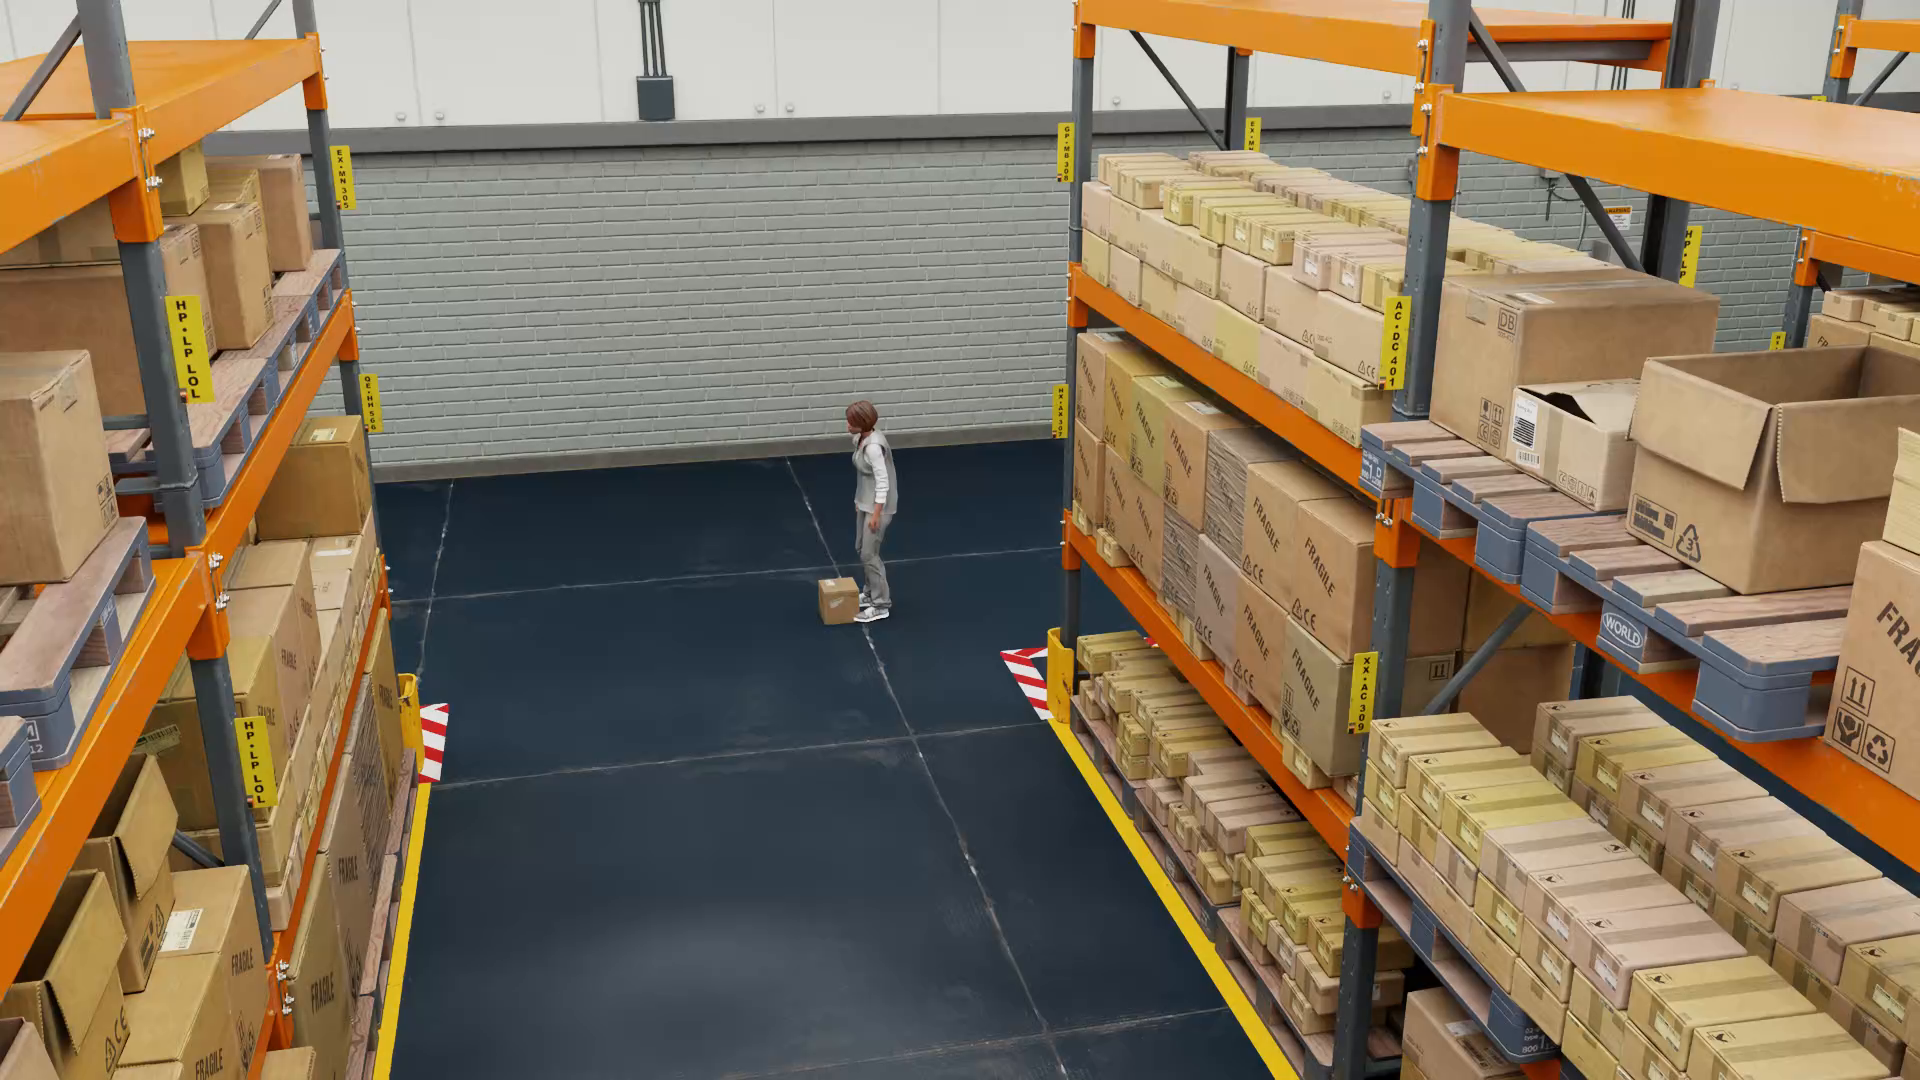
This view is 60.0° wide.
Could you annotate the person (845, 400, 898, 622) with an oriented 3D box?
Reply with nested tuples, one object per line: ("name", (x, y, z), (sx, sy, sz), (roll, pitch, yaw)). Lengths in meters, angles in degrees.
("person", (-0.626, -0.216, 11.688), (0.348, 1.591, 0.481), (-6, 21, -16))
